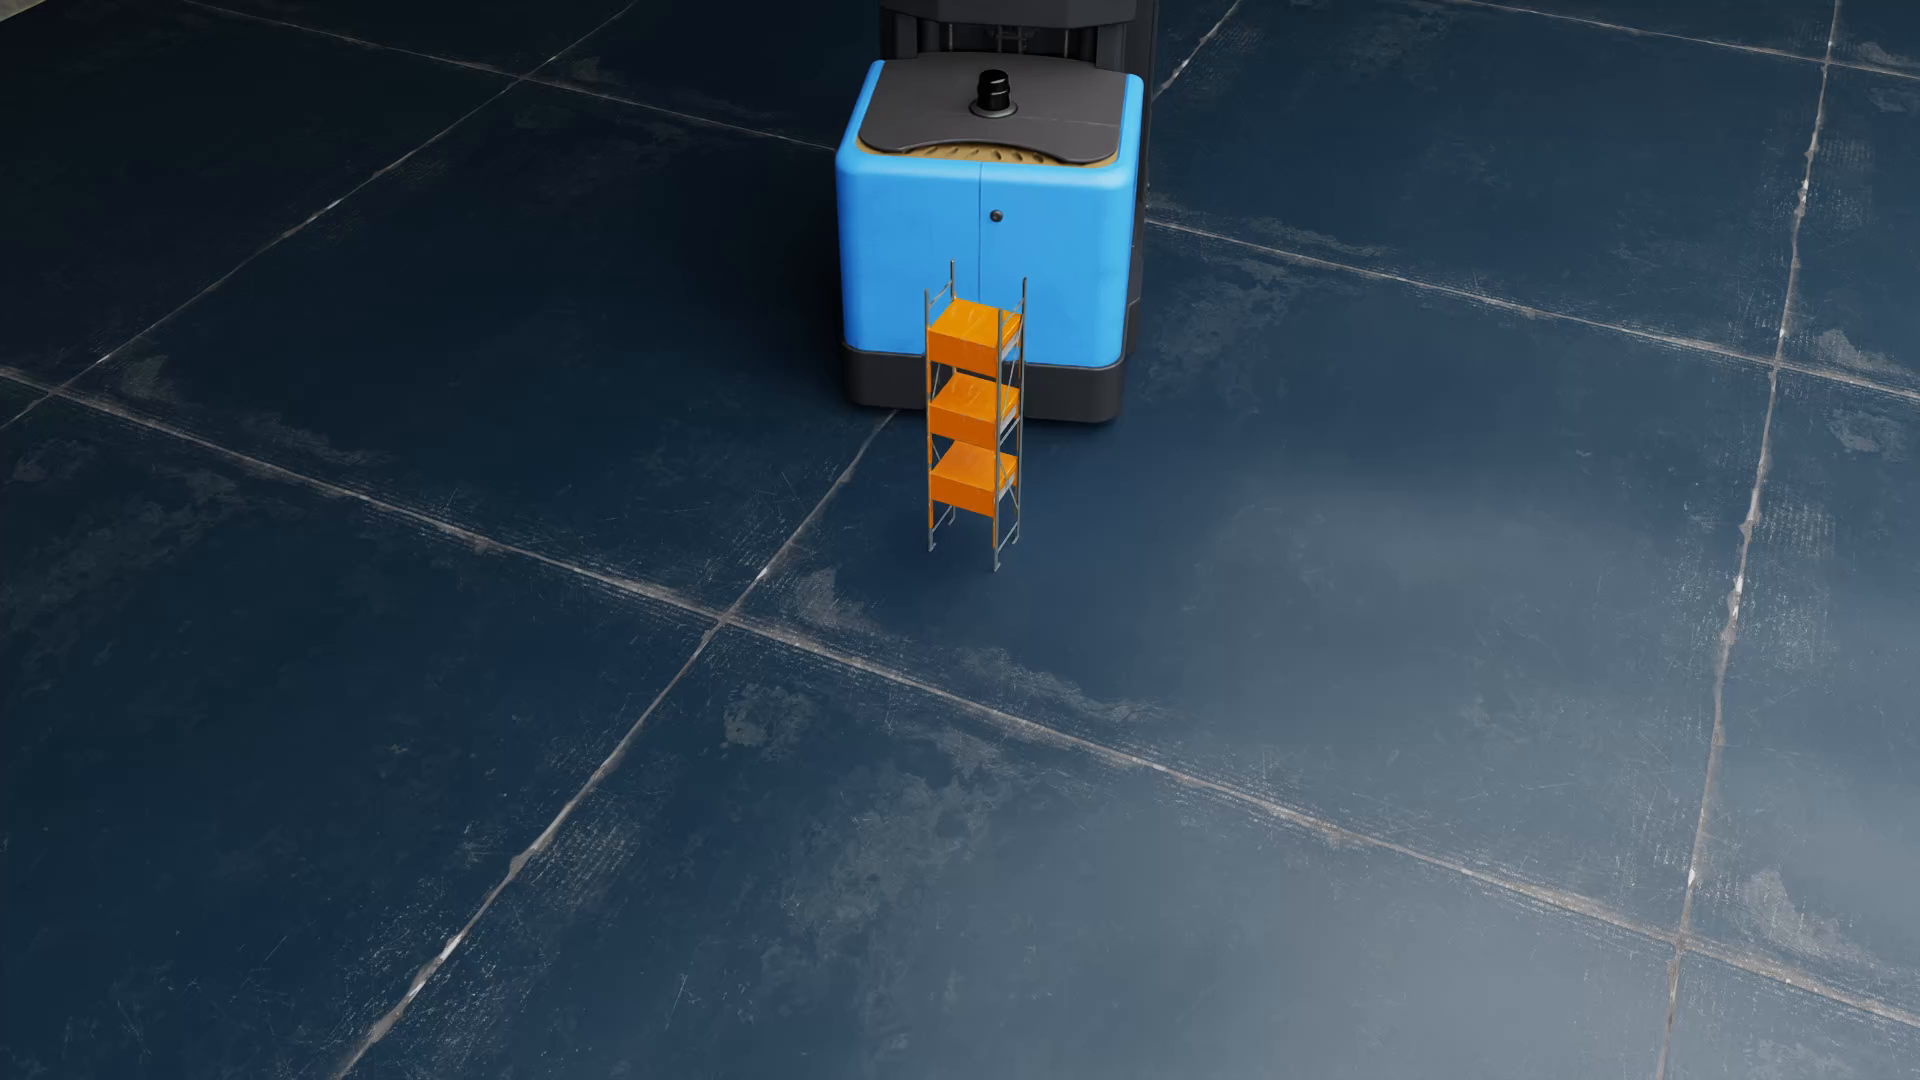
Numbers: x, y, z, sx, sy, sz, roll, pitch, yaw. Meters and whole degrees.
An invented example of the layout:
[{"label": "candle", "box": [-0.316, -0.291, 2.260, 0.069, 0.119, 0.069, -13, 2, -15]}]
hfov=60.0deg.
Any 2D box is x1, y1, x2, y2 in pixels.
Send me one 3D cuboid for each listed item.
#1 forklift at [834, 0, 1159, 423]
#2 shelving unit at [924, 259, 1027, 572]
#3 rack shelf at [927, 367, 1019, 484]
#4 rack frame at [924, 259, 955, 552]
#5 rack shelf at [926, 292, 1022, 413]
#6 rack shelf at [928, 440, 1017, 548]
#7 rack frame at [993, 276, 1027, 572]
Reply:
[{"label": "forklift", "box": [0.258, -2.504, 6.401, 1.130, 2.935, 3.031, 5, 41, 6]}, {"label": "shelving unit", "box": [0.048, -0.382, 5.389, 0.252, 1.050, 0.215, 17, 44, 19]}, {"label": "rack shelf", "box": [0.048, -0.374, 5.396, 0.240, 0.259, 0.215, 17, 44, 19]}, {"label": "rack frame", "box": [-0.062, -0.416, 5.428, 0.008, 1.050, 0.200, 17, 44, 19]}, {"label": "rack shelf", "box": [0.048, -0.588, 5.210, 0.240, 0.259, 0.215, 17, 44, 19]}, {"label": "rack shelf", "box": [0.048, -0.164, 5.578, 0.240, 0.259, 0.215, 17, 44, 19]}, {"label": "rack frame", "box": [0.159, -0.348, 5.350, 0.008, 1.050, 0.200, 17, 44, 19]}]
